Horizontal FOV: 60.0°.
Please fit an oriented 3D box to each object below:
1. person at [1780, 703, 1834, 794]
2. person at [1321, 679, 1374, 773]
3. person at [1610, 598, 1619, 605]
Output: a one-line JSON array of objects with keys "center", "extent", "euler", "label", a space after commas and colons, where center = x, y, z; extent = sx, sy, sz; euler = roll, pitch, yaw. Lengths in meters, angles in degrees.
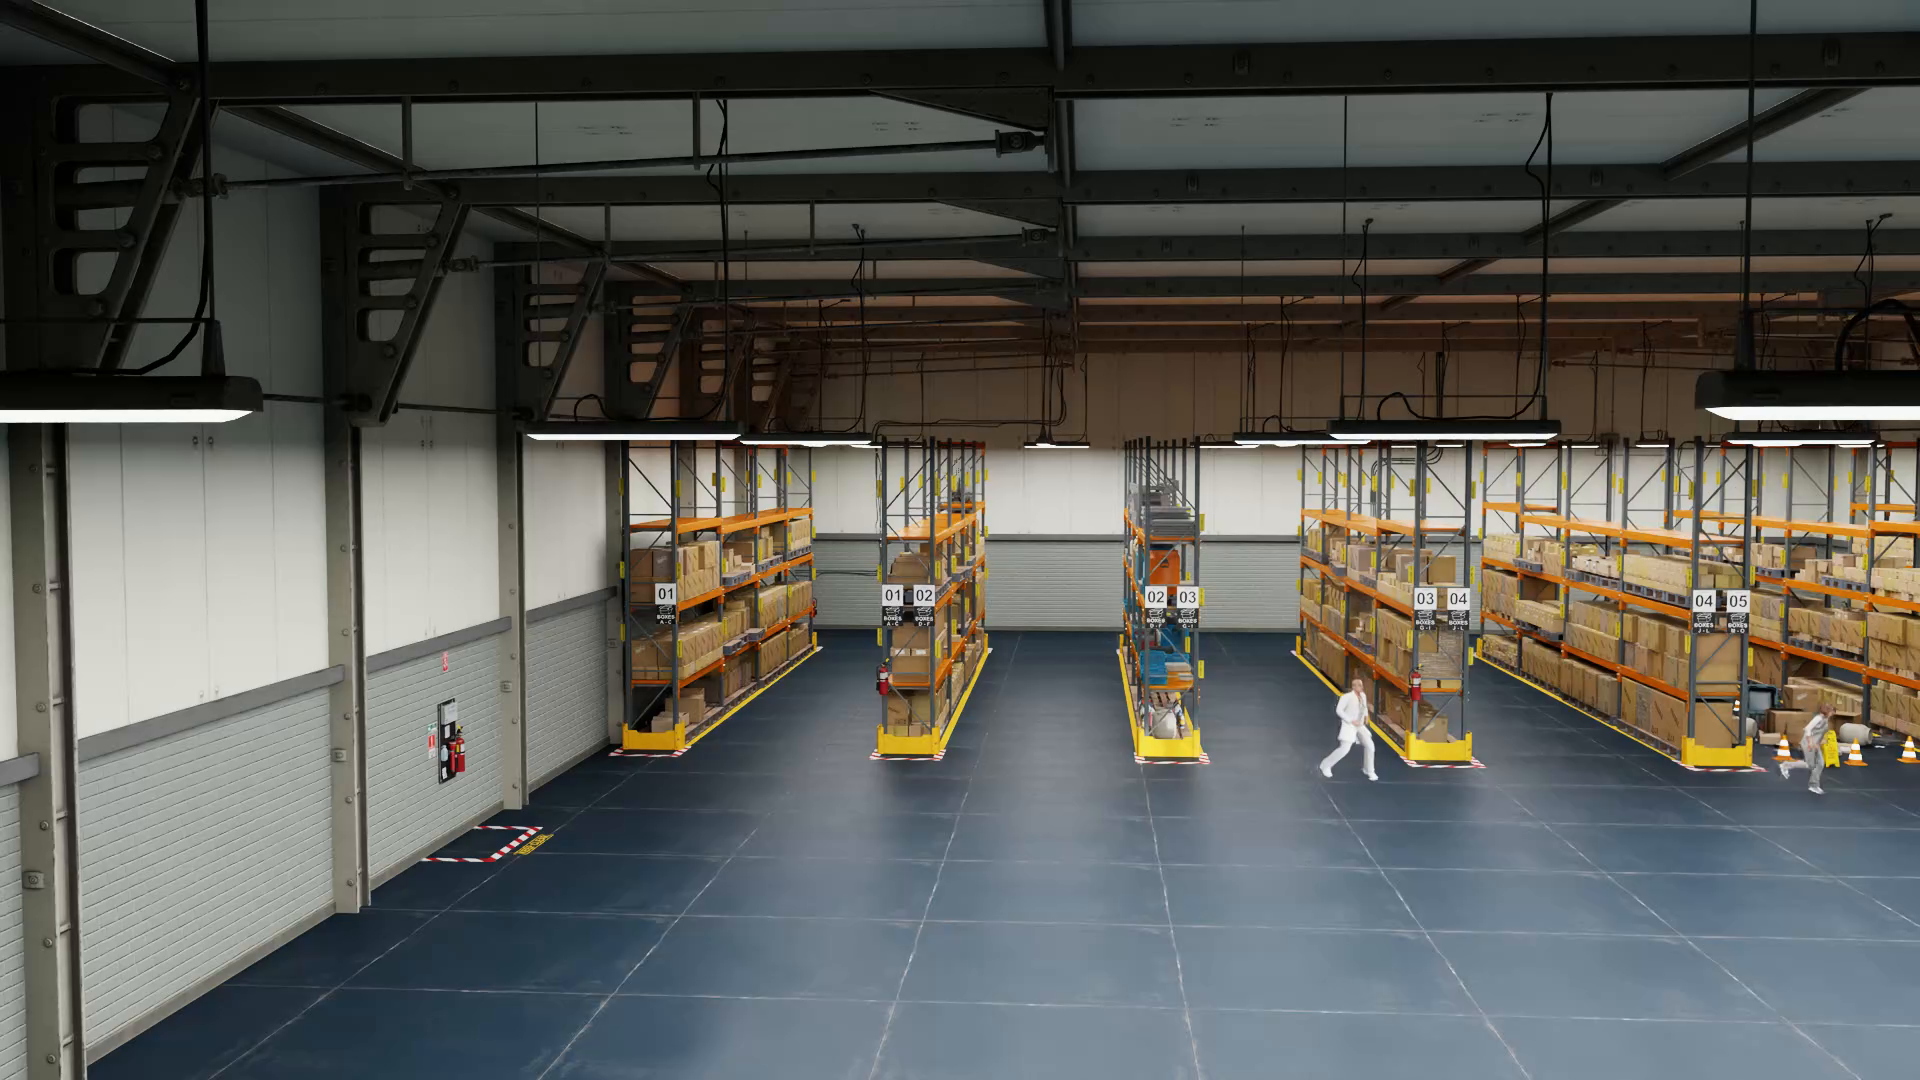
[{"center": [14.265, 3.480, 28.006], "extent": [0.808, 1.545, 0.539], "euler": [2, 4, 37], "label": "person"}, {"center": [6.852, 3.238, 29.063], "extent": [0.872, 1.636, 0.719], "euler": [-2, 4, -37], "label": "person"}, {"center": [18.581, 2.277, 47.337], "extent": [1.009, 1.798, 0.707], "euler": [0, 3, 6], "label": "person"}]
